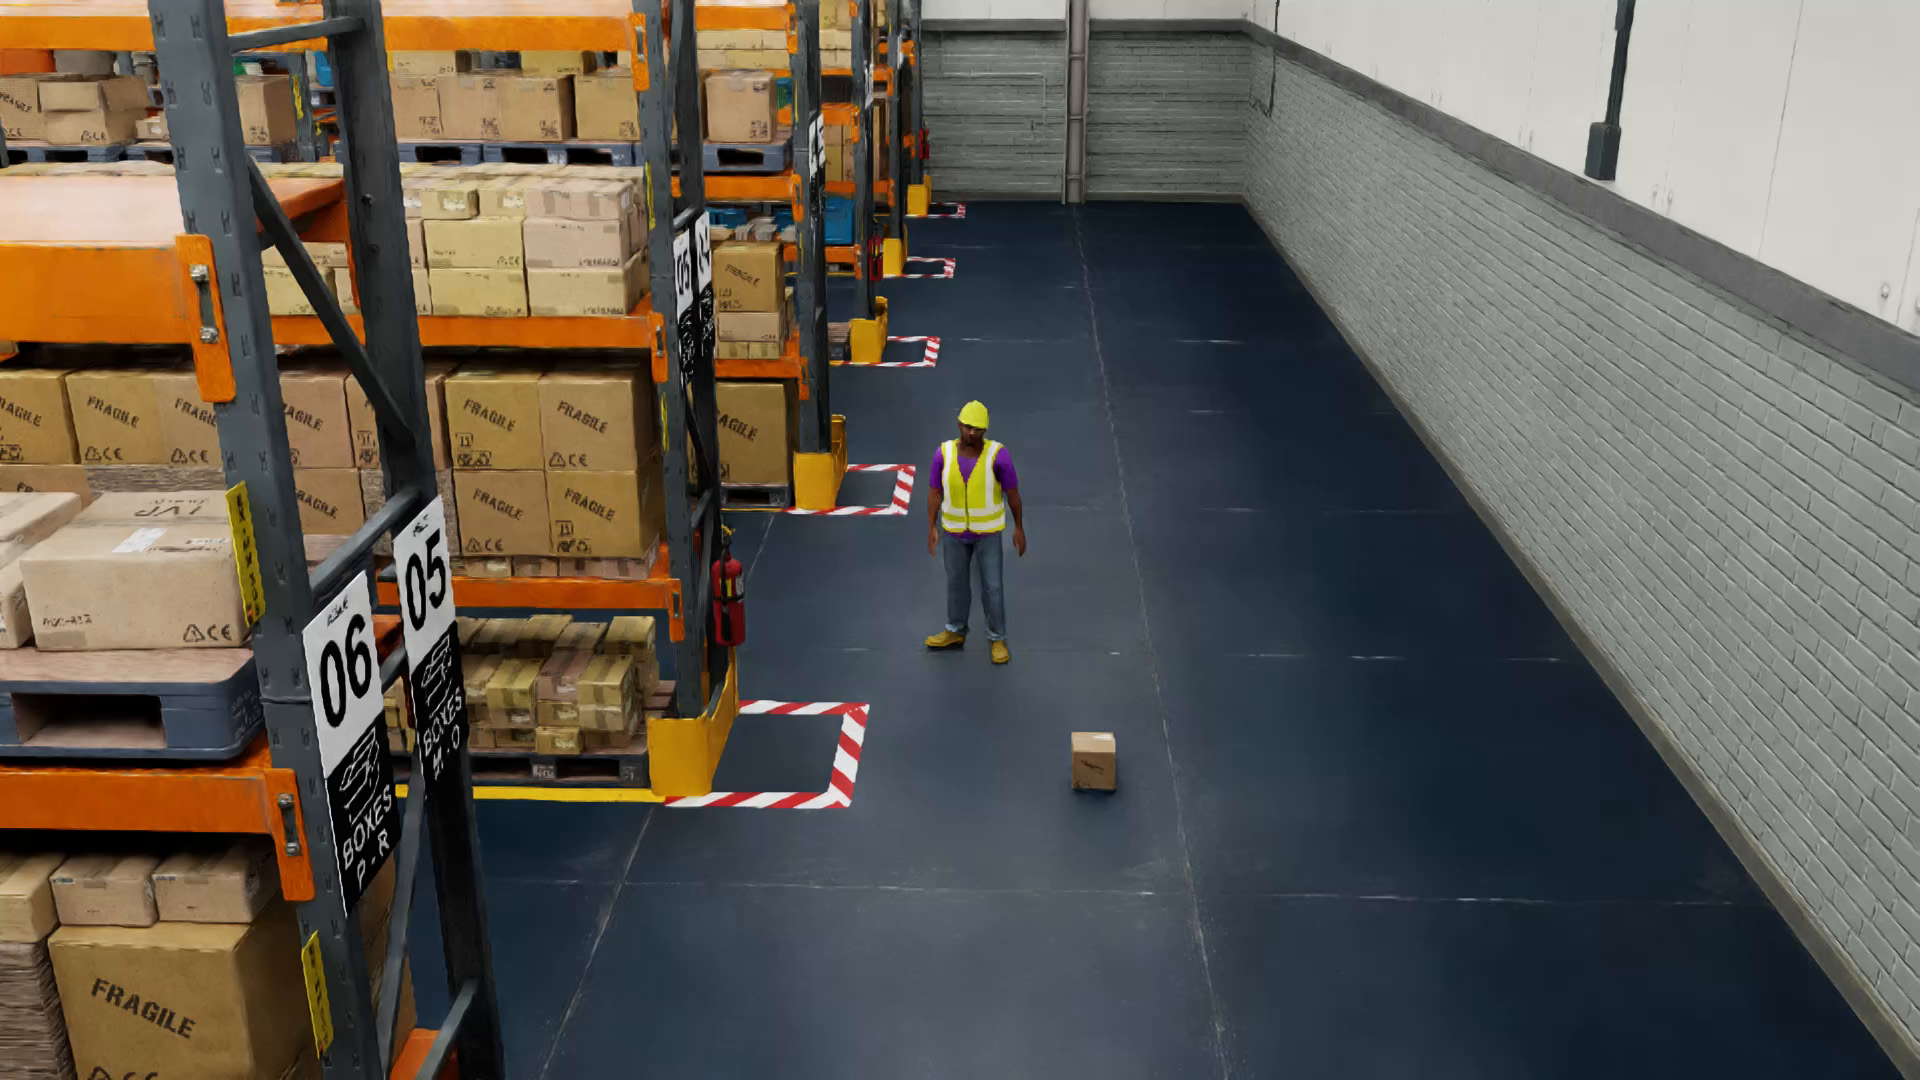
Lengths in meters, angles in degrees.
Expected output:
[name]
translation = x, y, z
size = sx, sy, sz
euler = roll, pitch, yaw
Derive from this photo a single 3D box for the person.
[person]
translation = 0.095, -0.064, 11.143
size = 0.698, 1.768, 0.374
euler = 6, 21, 14
